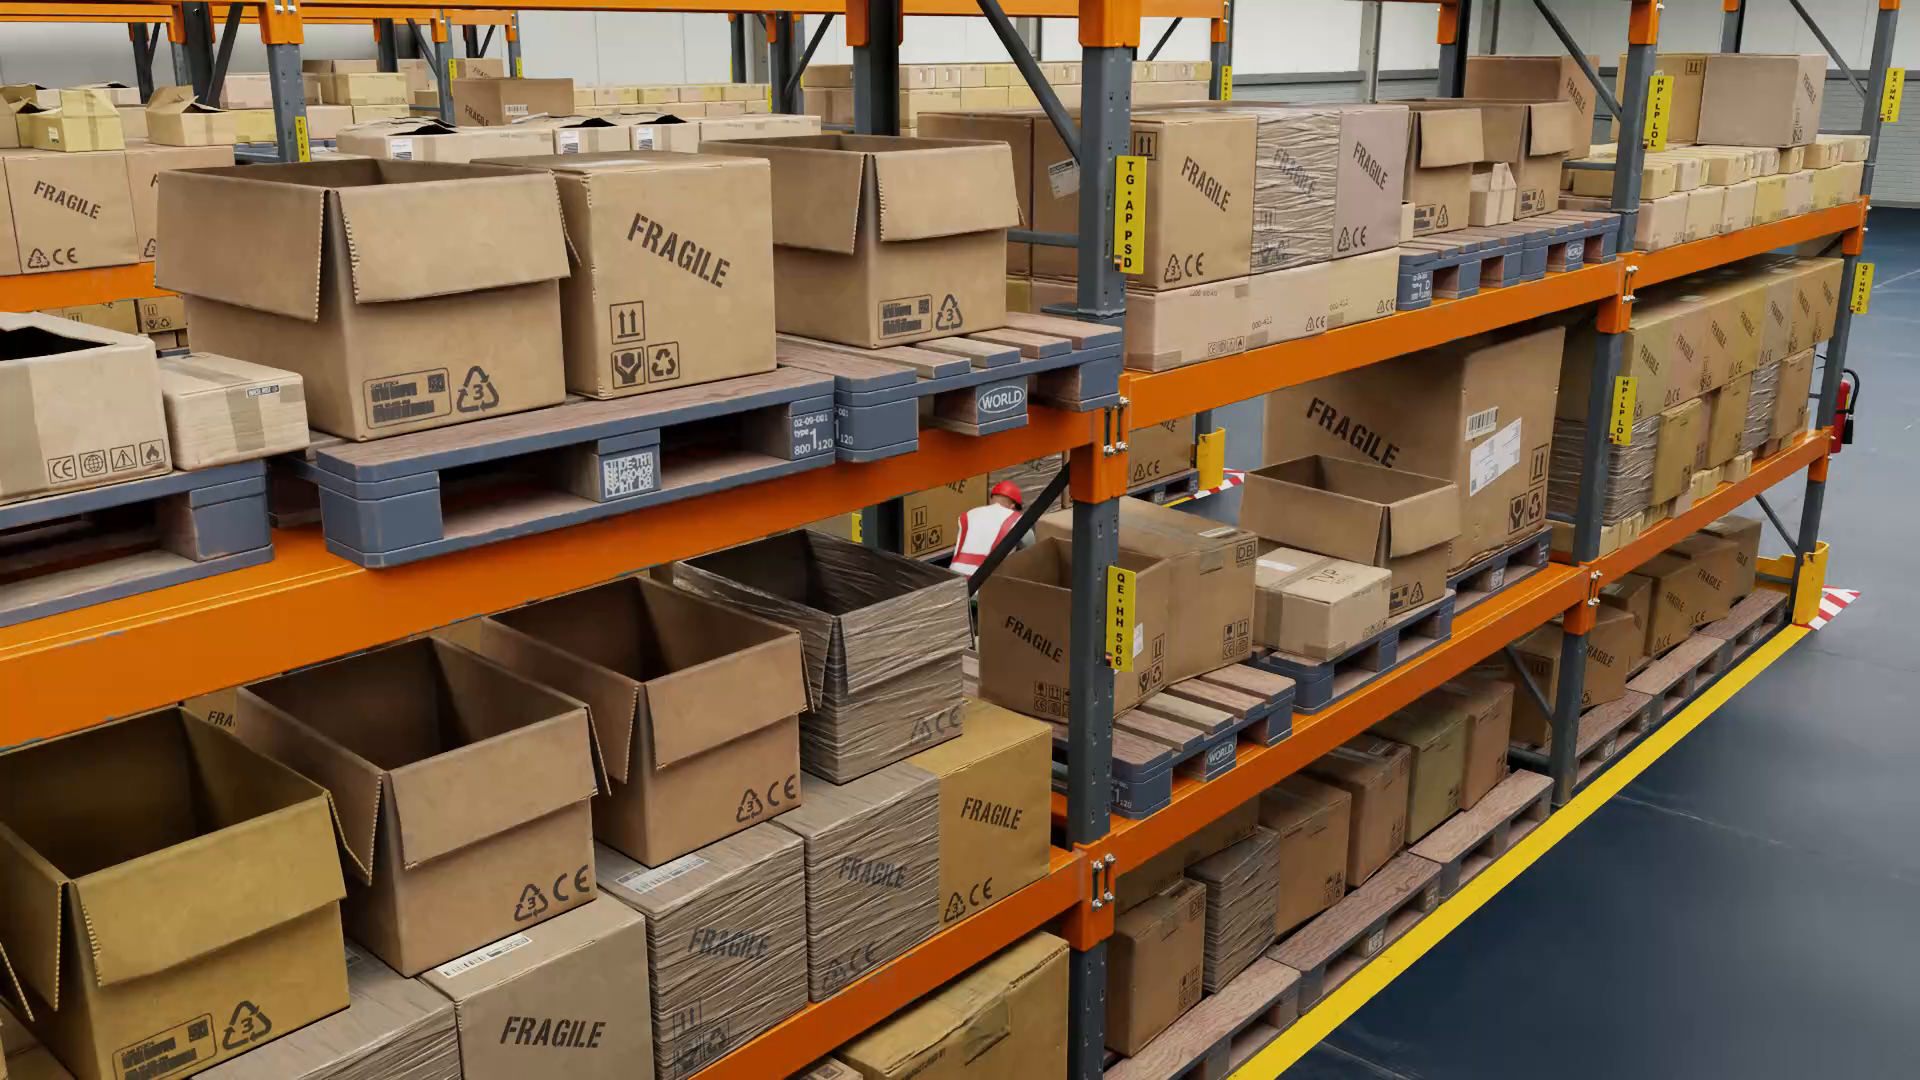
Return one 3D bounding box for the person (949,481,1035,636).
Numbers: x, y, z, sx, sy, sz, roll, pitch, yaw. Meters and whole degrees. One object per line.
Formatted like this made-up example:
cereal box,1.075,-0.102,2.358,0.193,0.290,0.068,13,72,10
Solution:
person,0.228,0.147,10.929,0.551,0.980,0.923,9,19,28
